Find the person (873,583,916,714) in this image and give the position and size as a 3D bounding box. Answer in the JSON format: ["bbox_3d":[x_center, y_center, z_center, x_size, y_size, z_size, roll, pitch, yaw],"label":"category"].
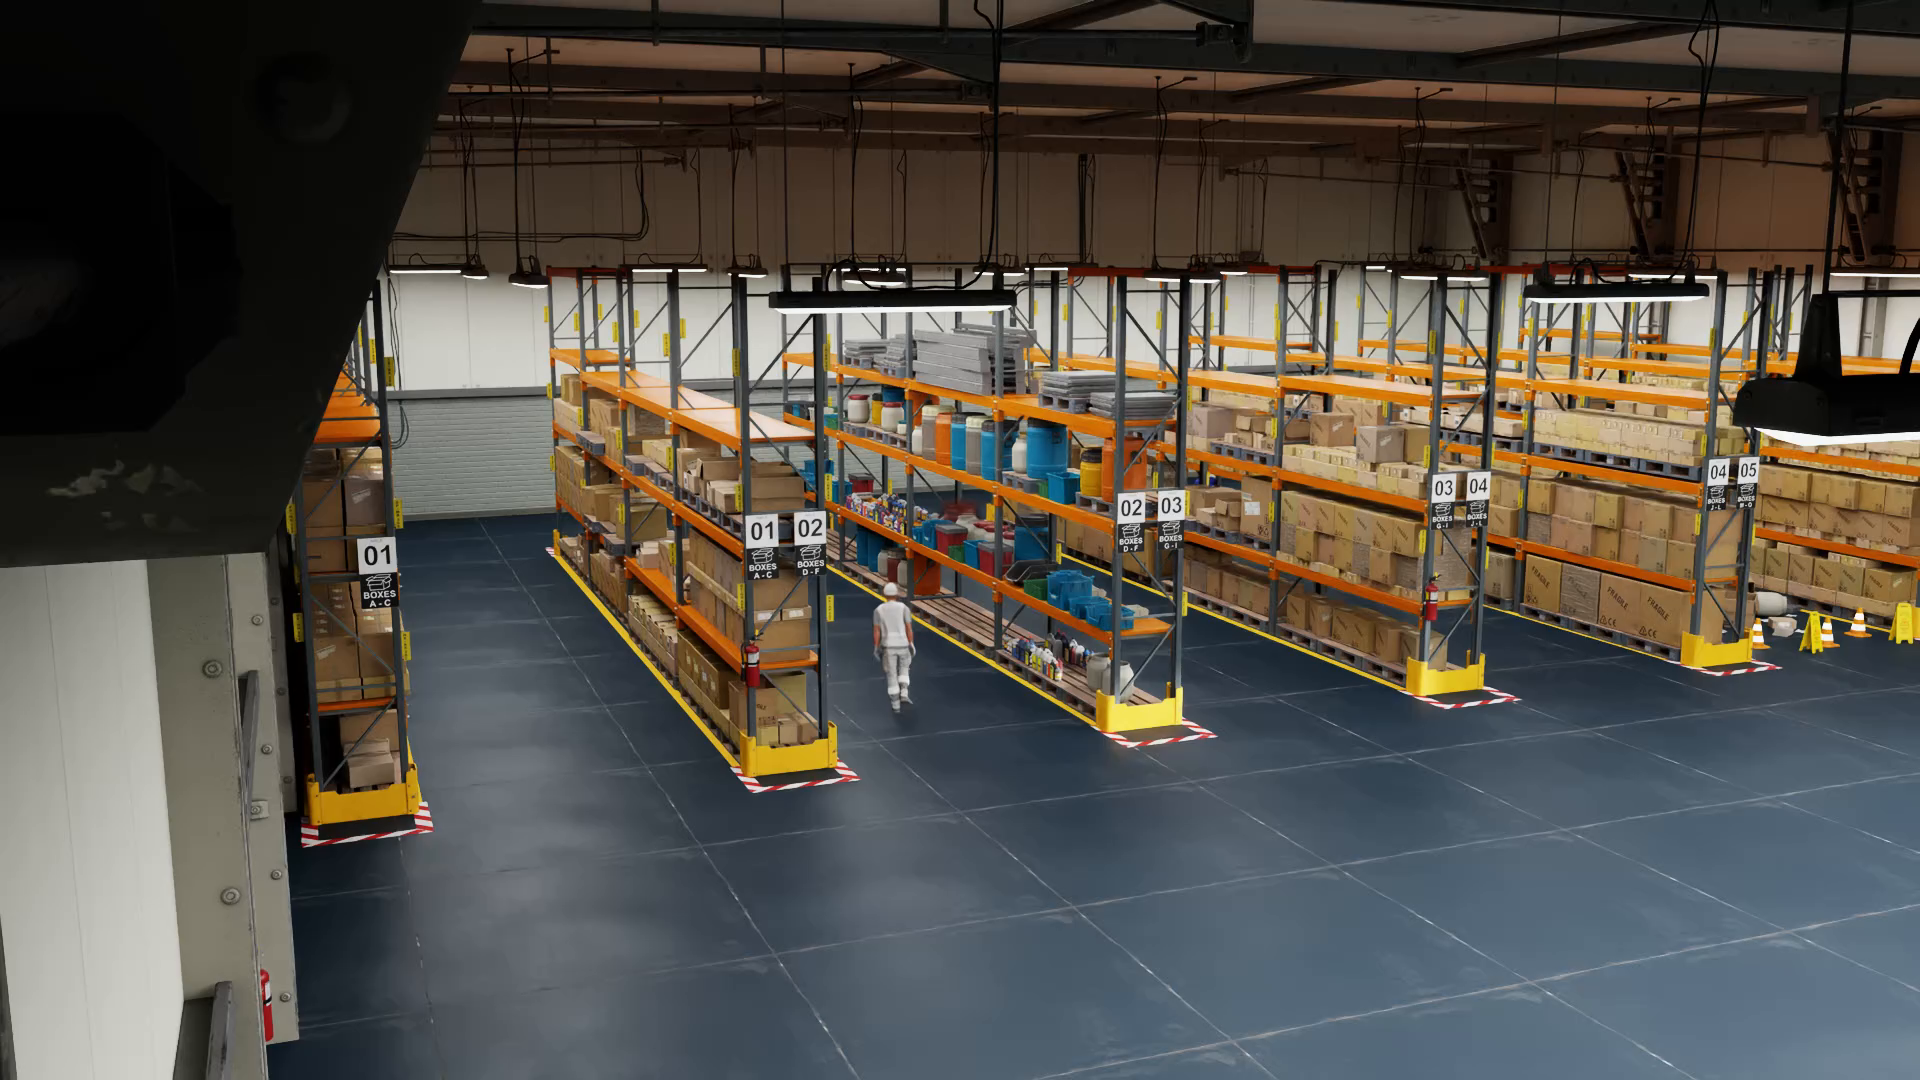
[{"bbox_3d":[-0.915,1.477,22.973,0.569,1.769,0.503,-2,10,-9],"label":"person"}]

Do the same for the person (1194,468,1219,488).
[{"bbox_3d":[5.474,-0.836,37.155,0.625,1.492,0.724,-2,10,-11],"label":"person"}]

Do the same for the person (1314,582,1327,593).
[{"bbox_3d":[6.463,0.381,29.569,0.591,1.746,0.632,-2,10,-9],"label":"person"}]

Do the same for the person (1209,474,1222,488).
[{"bbox_3d":[6.396,-1.660,41.561,0.670,1.570,0.603,0,10,2],"label":"person"}]
